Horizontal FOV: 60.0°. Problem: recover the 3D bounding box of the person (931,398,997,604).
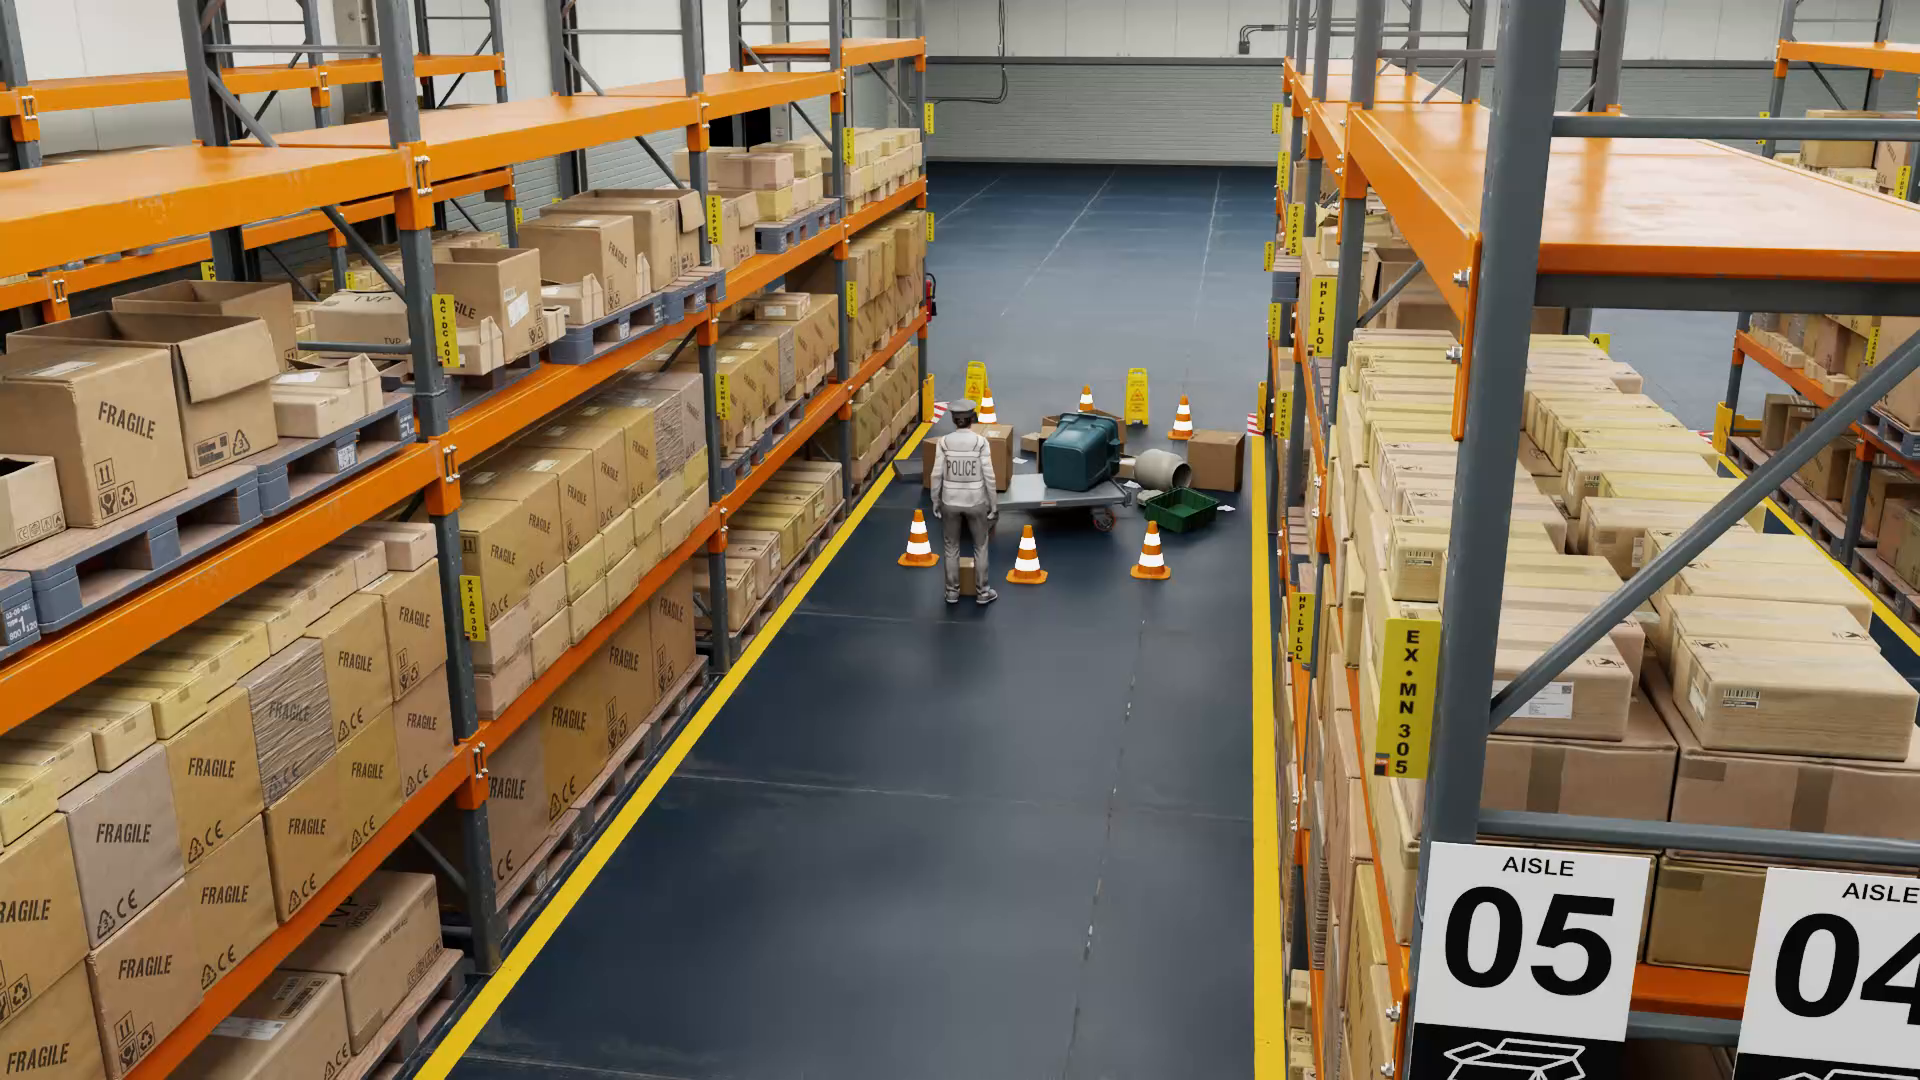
[{"bbox_3d":[0.032,-0.295,13.457,0.538,1.663,0.378,2,18,8],"label":"person"}]
